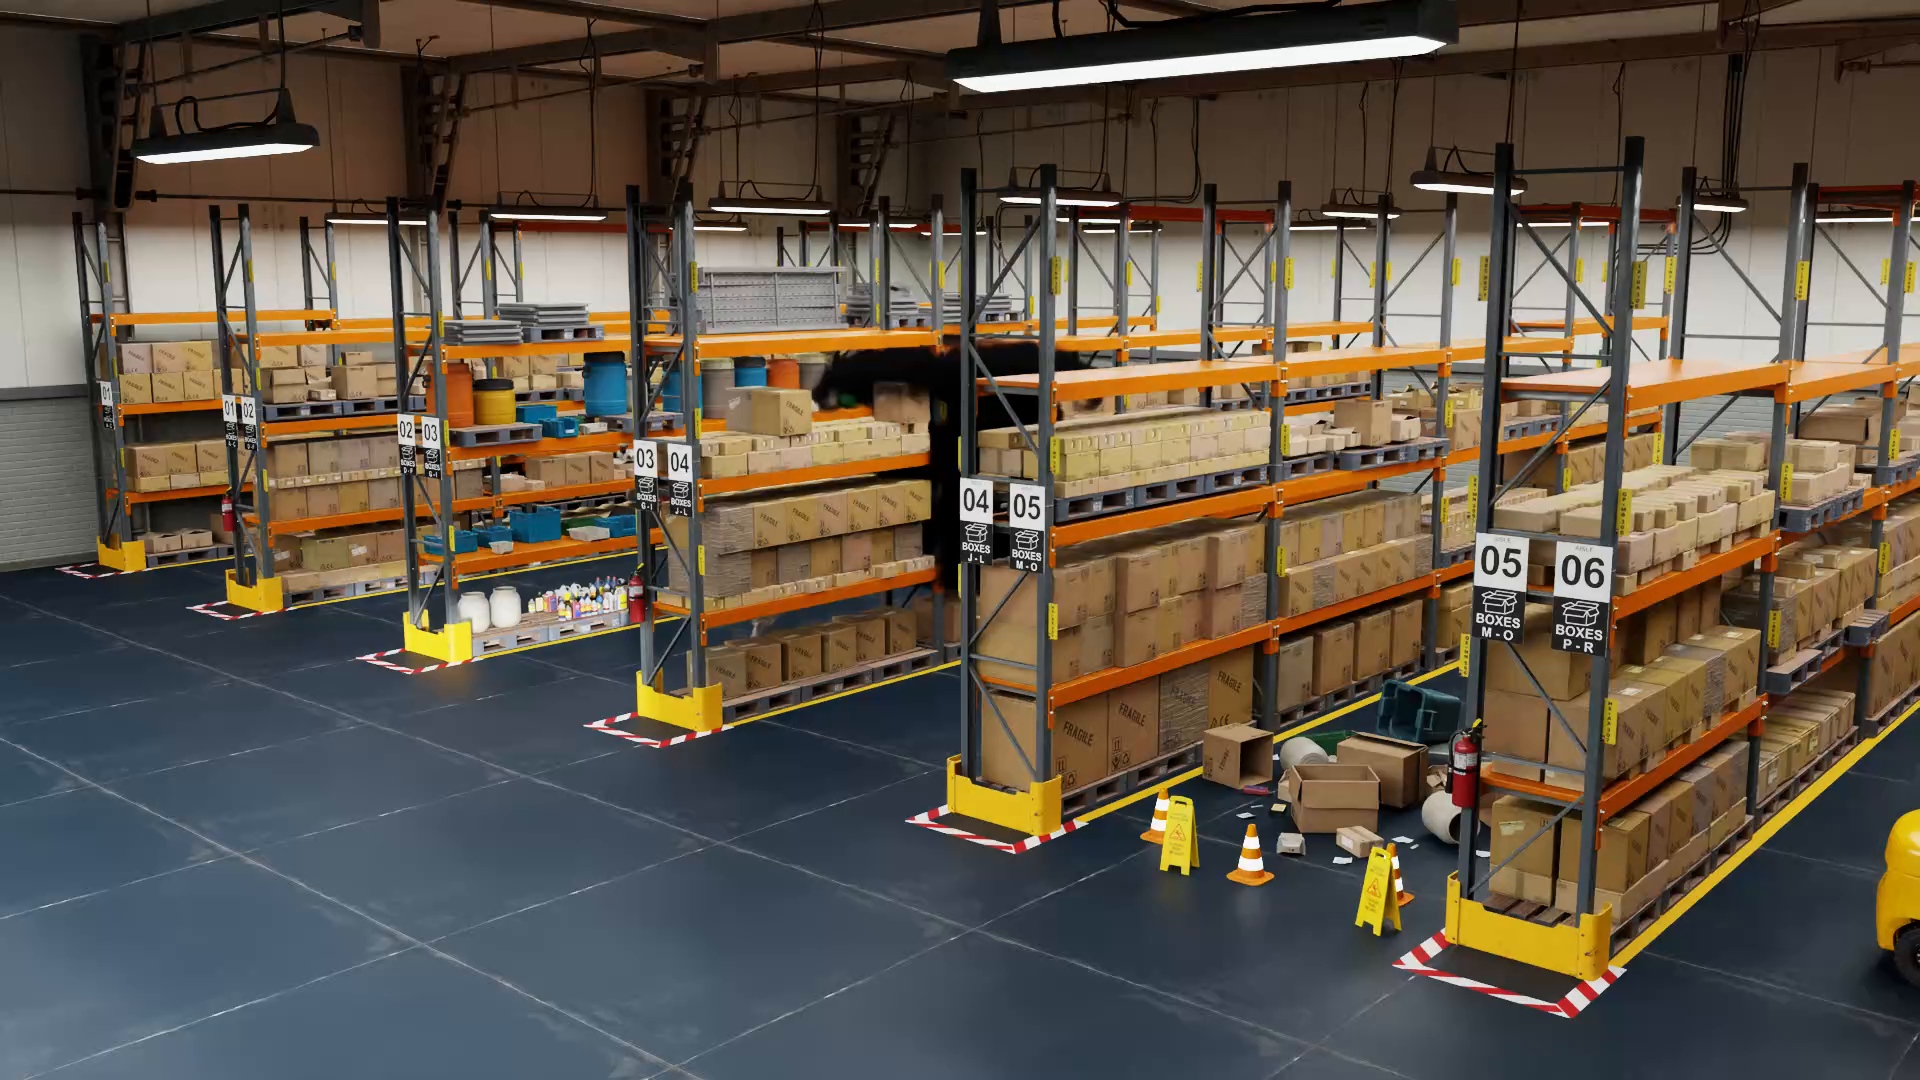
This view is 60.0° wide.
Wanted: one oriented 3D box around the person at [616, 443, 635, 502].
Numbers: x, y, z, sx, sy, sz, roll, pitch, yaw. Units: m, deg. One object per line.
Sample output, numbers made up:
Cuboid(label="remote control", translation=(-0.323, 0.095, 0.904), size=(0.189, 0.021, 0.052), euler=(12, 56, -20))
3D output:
Cuboid(label="person", translation=(-6.740, -1.297, 34.355), size=(0.599, 1.630, 0.964), euler=(3, 10, 19))

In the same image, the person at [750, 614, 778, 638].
Cuboid(label="person", translation=(-2.697, 0.371, 22.243), size=(0.617, 1.843, 0.779), euler=(5, 11, 28))
